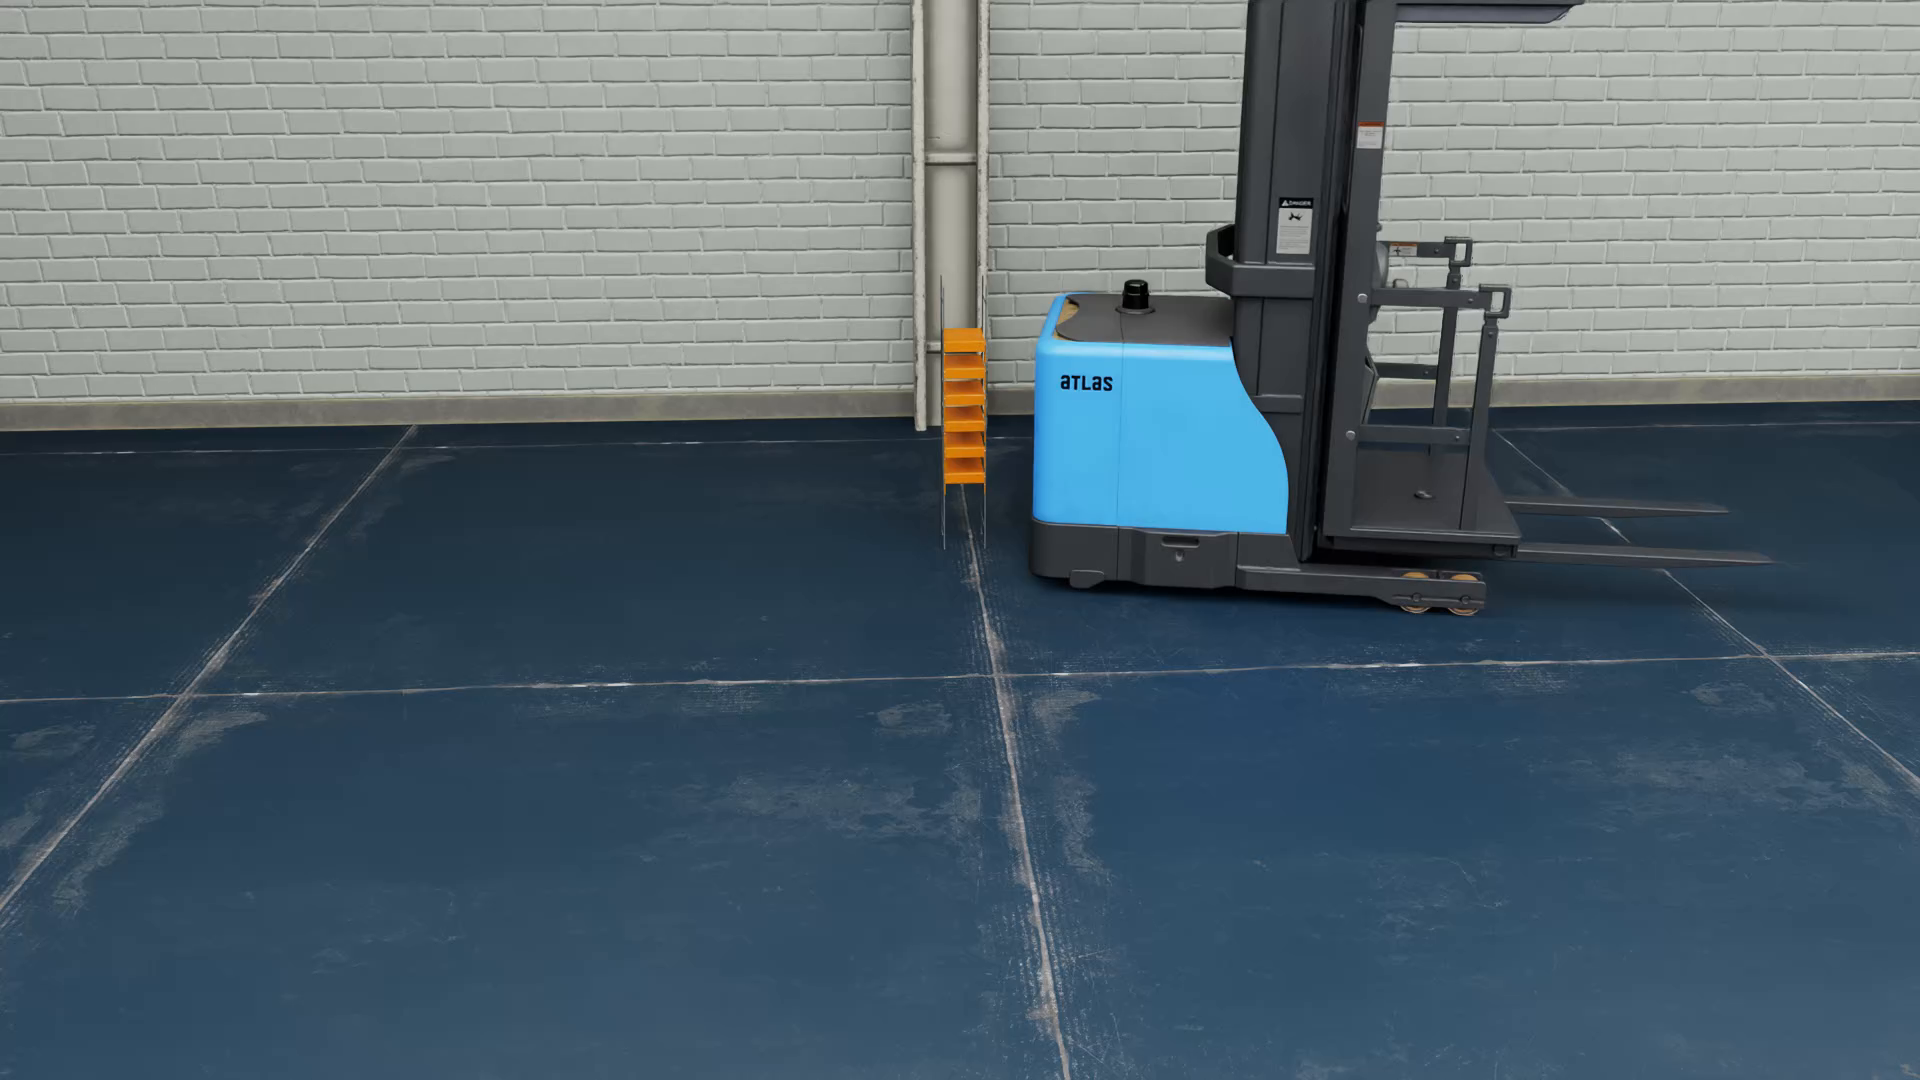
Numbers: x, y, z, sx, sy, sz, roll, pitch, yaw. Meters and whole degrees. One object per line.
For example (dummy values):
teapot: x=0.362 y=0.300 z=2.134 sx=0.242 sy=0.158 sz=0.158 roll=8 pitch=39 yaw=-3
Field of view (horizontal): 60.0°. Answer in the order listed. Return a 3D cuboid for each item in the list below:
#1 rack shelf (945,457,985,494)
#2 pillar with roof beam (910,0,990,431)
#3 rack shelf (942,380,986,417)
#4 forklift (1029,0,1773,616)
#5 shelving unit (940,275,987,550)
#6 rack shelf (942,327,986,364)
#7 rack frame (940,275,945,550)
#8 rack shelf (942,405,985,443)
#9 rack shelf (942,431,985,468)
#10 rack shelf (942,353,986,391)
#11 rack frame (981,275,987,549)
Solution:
rack shelf: x=0.014 y=-0.295 z=7.509 sx=0.180 sy=0.103 sz=0.258 roll=-1 pitch=21 yaw=-3
pillar with roof beam: x=0.191 y=-3.342 z=3.751 sx=0.400 sy=9.000 sz=9.100 roll=-1 pitch=21 yaw=-3
rack shelf: x=0.014 y=-0.632 z=7.381 sx=0.180 sy=0.103 sz=0.258 roll=-1 pitch=21 yaw=-3
forklift: x=1.853 y=-1.262 z=6.816 sx=3.031 sy=2.935 sz=1.130 roll=3 pitch=21 yaw=7
shelving unit: x=0.014 y=-0.561 z=7.408 sx=0.189 sy=1.200 sz=0.258 roll=-1 pitch=21 yaw=-3
rack shelf: x=0.014 y=-0.856 z=7.296 sx=0.180 sy=0.103 sz=0.258 roll=-1 pitch=21 yaw=-3
rack frame: x=-0.077 y=-0.559 z=7.403 sx=0.006 sy=1.200 sz=0.240 roll=-1 pitch=21 yaw=-3
rack shelf: x=0.014 y=-0.520 z=7.424 sx=0.180 sy=0.103 sz=0.258 roll=-1 pitch=21 yaw=-3
rack shelf: x=0.014 y=-0.407 z=7.467 sx=0.180 sy=0.103 sz=0.258 roll=-1 pitch=21 yaw=-3
rack shelf: x=0.014 y=-0.744 z=7.339 sx=0.180 sy=0.103 sz=0.258 roll=-1 pitch=21 yaw=-3
rack frame: x=0.106 y=-0.563 z=7.413 sx=0.006 sy=1.200 sz=0.240 roll=-1 pitch=21 yaw=-3
